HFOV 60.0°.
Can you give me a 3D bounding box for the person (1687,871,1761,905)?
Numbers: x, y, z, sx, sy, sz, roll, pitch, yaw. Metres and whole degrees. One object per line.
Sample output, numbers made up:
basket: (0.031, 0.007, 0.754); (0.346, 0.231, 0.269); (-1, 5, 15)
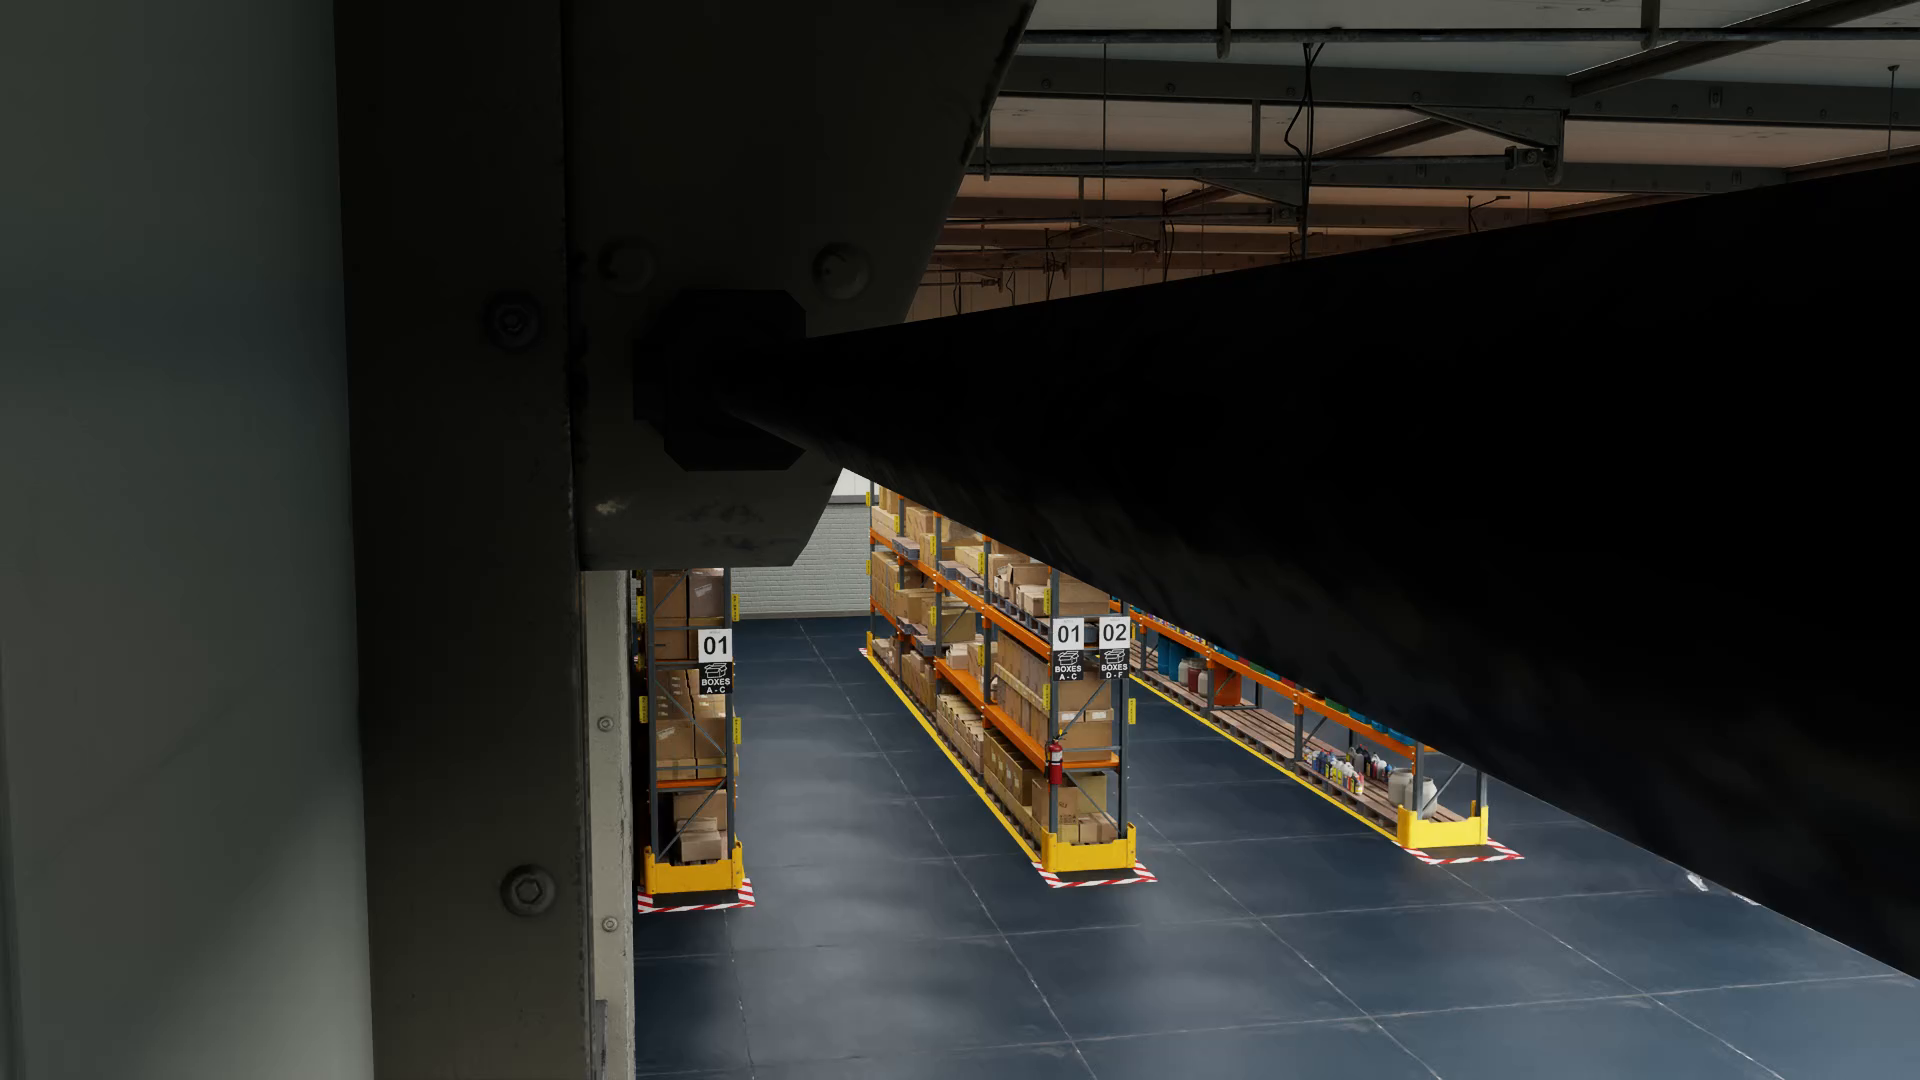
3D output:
person: (9.098, 3.483, 19.738); (0.817, 1.602, 0.523); (3, 7, 25)
